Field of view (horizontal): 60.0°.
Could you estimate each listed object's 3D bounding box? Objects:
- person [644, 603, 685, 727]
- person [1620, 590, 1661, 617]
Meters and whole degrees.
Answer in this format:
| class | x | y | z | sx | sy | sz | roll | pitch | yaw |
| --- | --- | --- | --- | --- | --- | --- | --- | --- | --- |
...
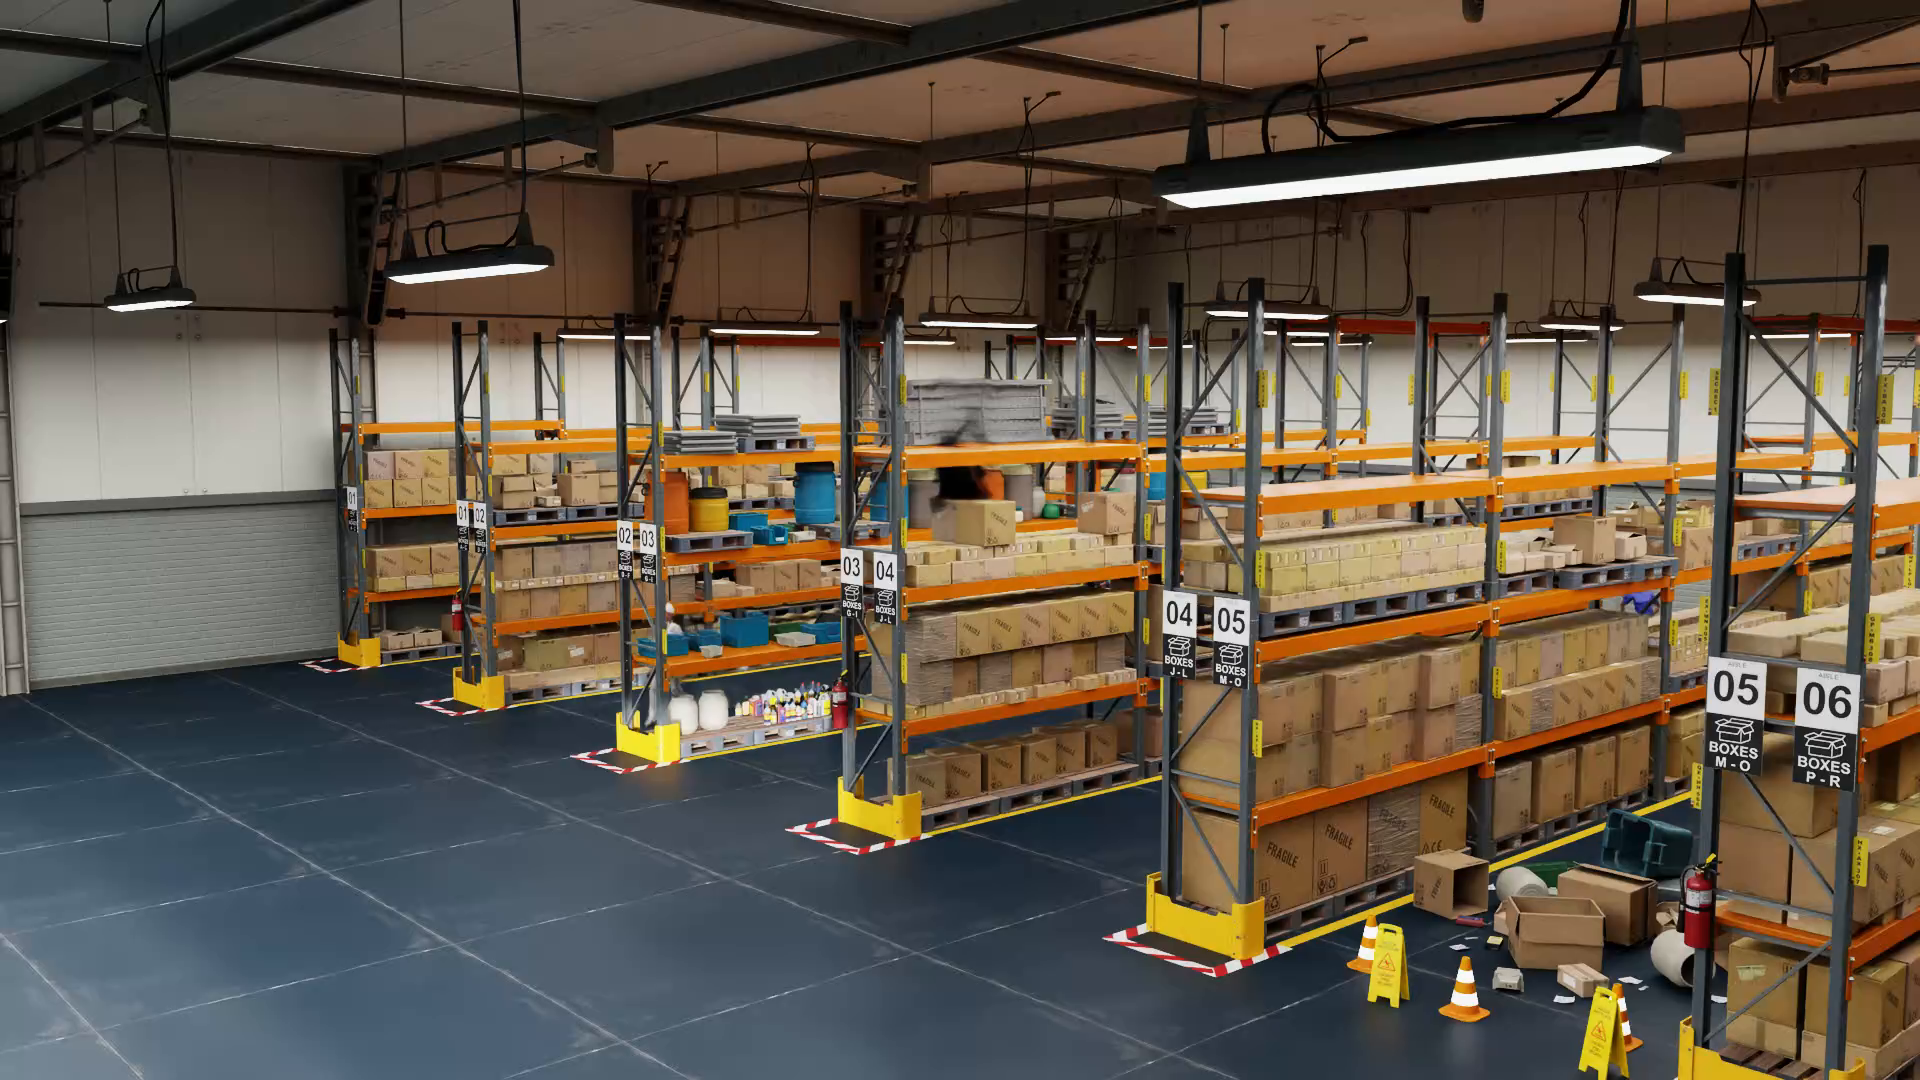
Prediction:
| class | x | y | z | sx | sy | sz | roll | pitch | yaw |
| --- | --- | --- | --- | --- | --- | --- | --- | --- | --- |
| person | -4.349 | 1.833 | 24.719 | 0.643 | 1.820 | 0.776 | 3 | 7 | 30 |
| person | 12.044 | 1.457 | 29.219 | 0.623 | 1.594 | 0.911 | -1 | 6 | -8 |
